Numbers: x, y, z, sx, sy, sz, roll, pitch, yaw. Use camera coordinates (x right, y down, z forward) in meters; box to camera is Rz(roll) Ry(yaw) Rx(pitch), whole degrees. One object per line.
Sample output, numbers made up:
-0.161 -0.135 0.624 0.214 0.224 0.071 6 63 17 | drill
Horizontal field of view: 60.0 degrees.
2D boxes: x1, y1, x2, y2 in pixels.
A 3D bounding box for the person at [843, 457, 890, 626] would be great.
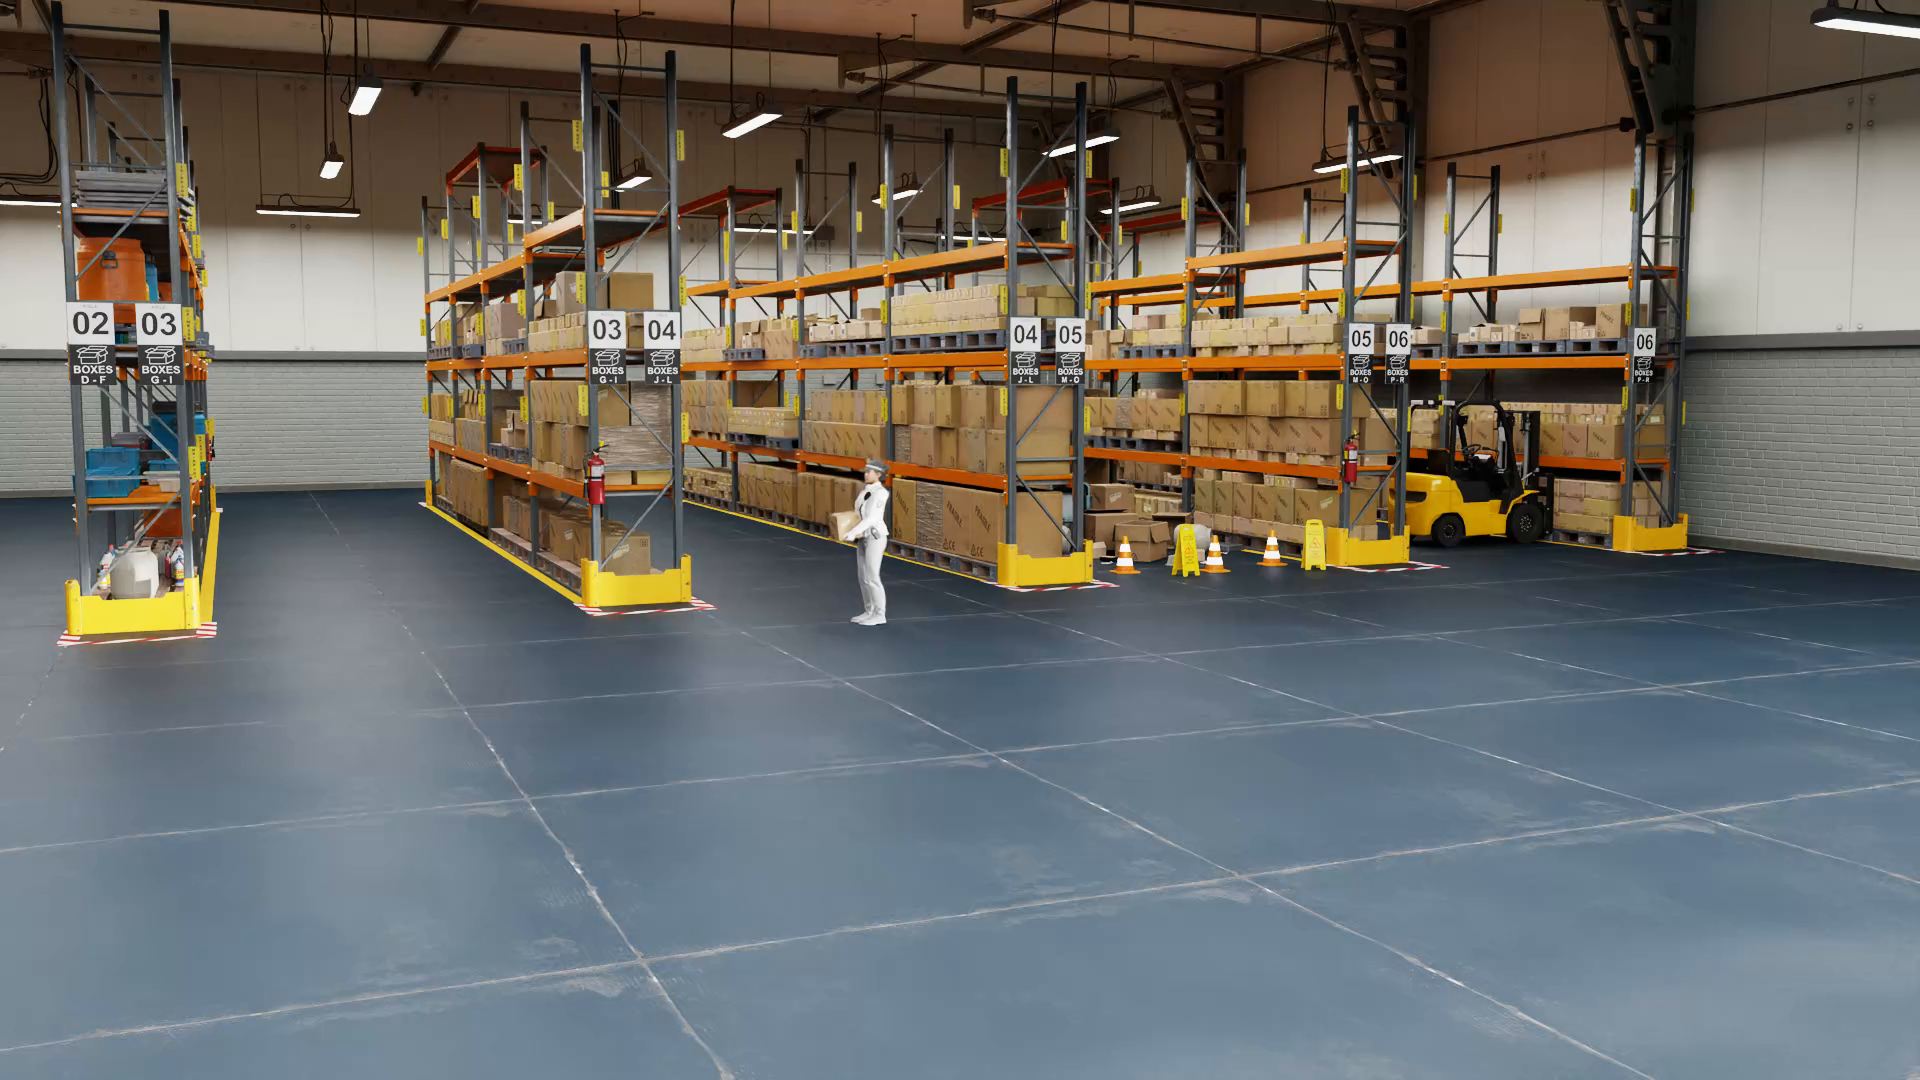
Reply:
-0.972 0.013 16.794 0.536 1.682 0.460 -2 6 -23 | person
